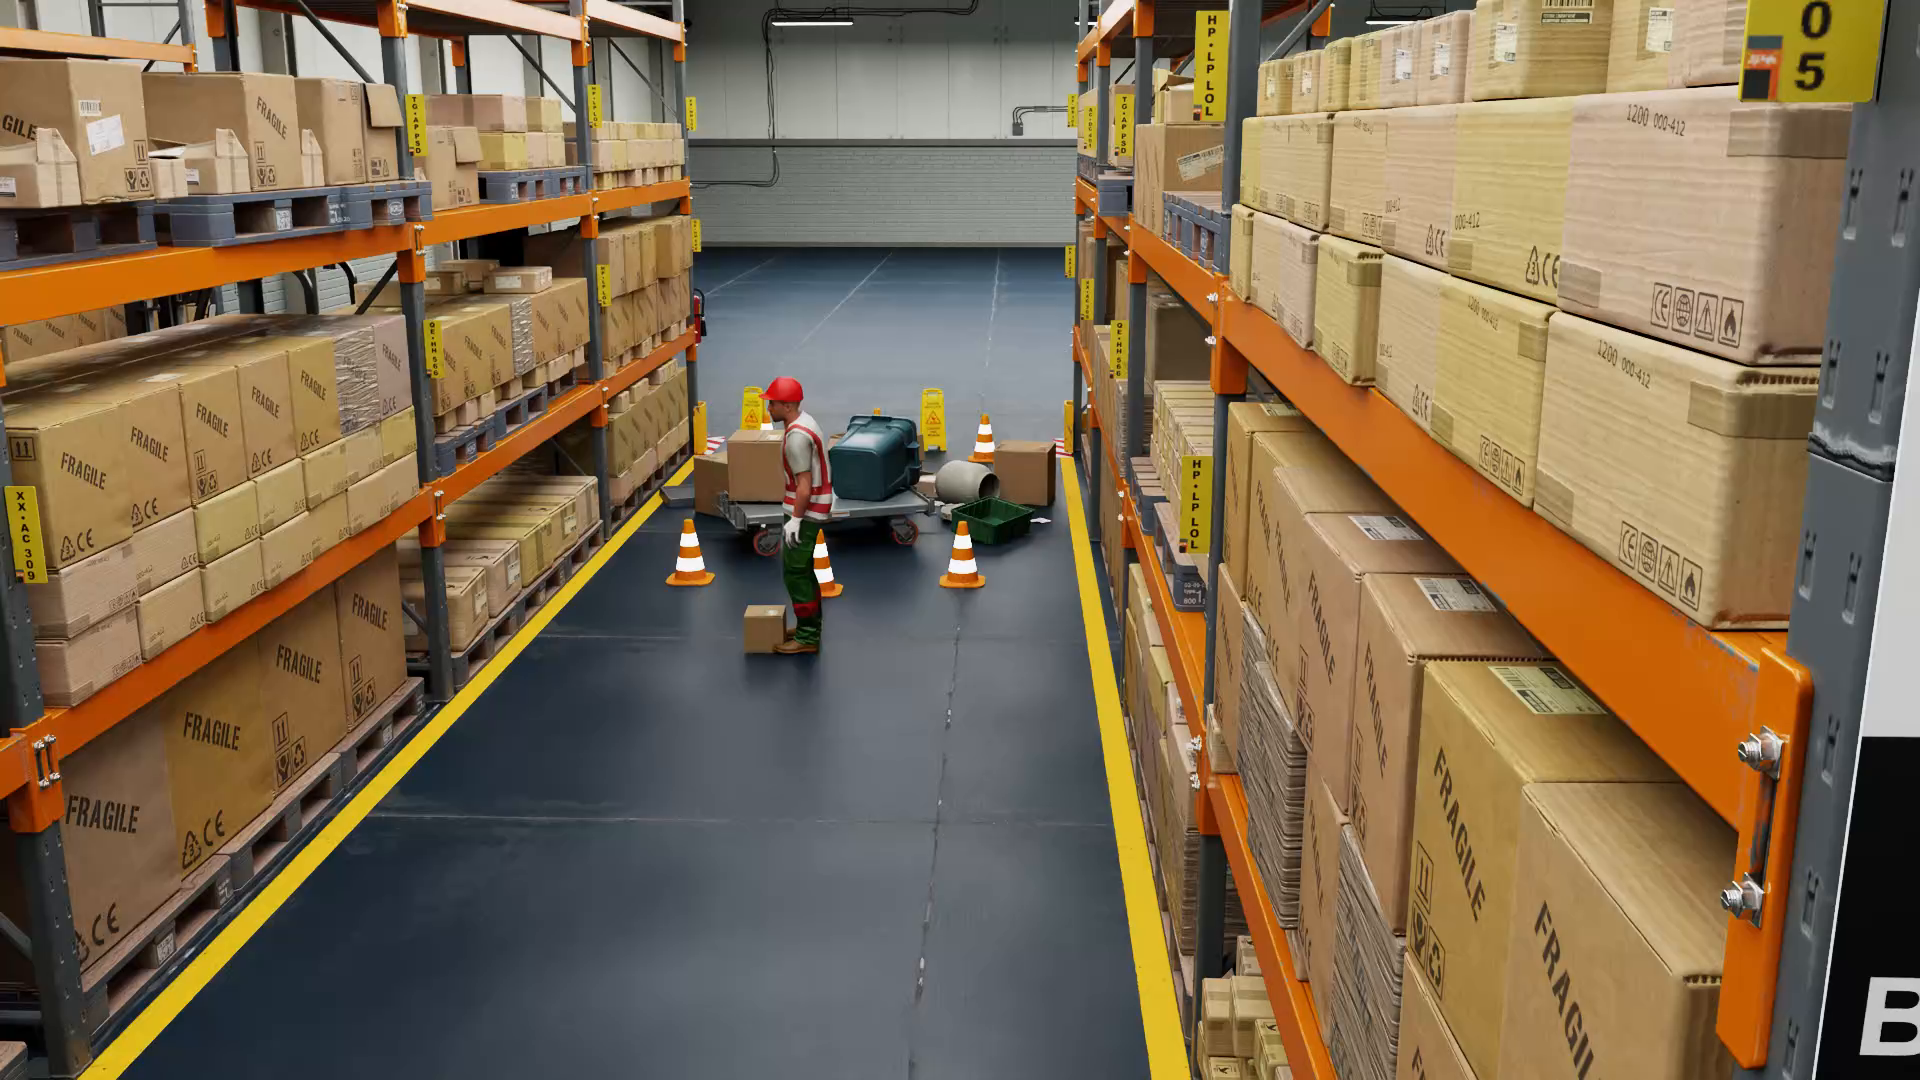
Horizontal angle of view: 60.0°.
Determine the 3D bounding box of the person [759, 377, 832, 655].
[{"bbox_3d":[-1.038,-0.160,10.619,0.449,1.779,0.619,0,14,-2],"label":"person"}]
